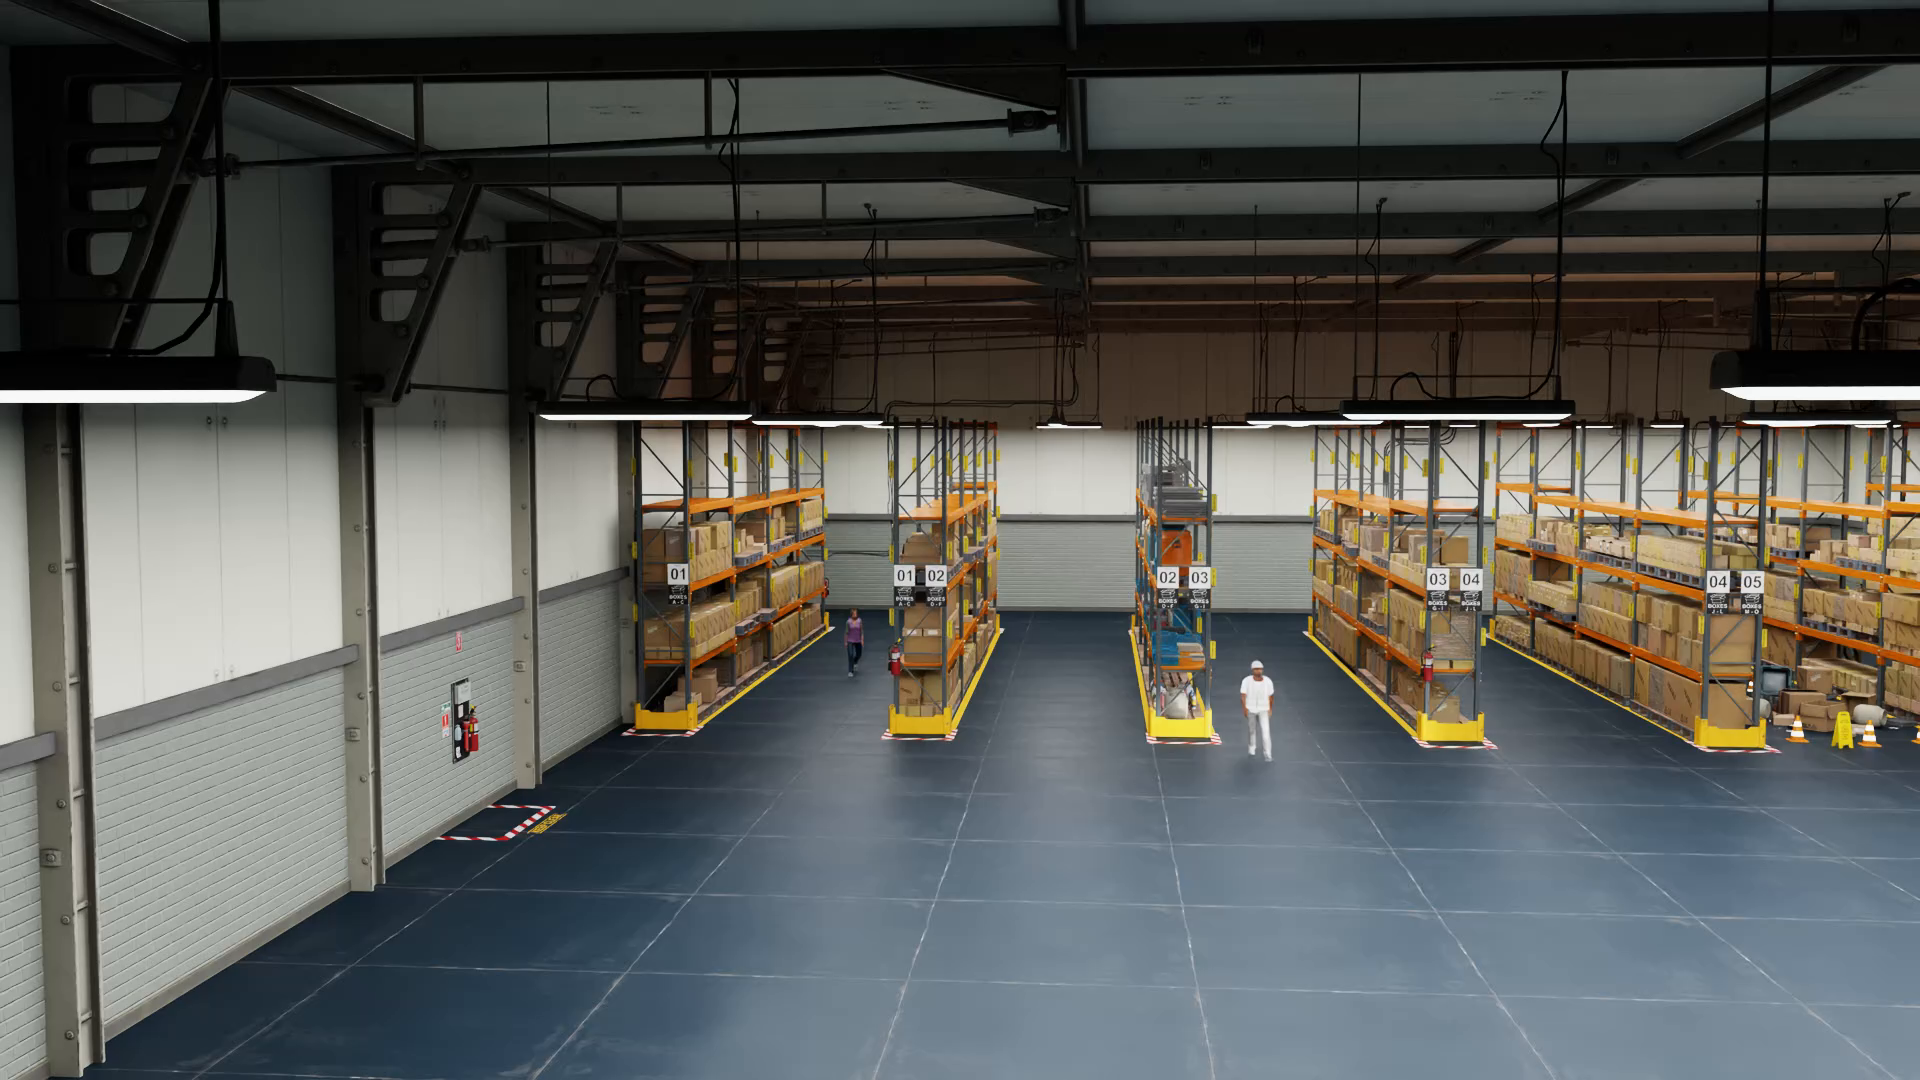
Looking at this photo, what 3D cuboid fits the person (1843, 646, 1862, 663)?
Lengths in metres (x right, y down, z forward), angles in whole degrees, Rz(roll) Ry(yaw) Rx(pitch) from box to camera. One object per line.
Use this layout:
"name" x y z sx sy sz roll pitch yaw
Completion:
"person" 21.548 2.514 40.106 0.390 0.993 0.532 -1 4 -8

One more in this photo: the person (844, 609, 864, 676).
"person" -2.490 2.386 39.045 0.454 1.557 0.827 -1 4 -12

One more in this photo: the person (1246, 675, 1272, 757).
"person" 5.211 3.053 29.005 0.495 1.402 0.864 1 4 13
